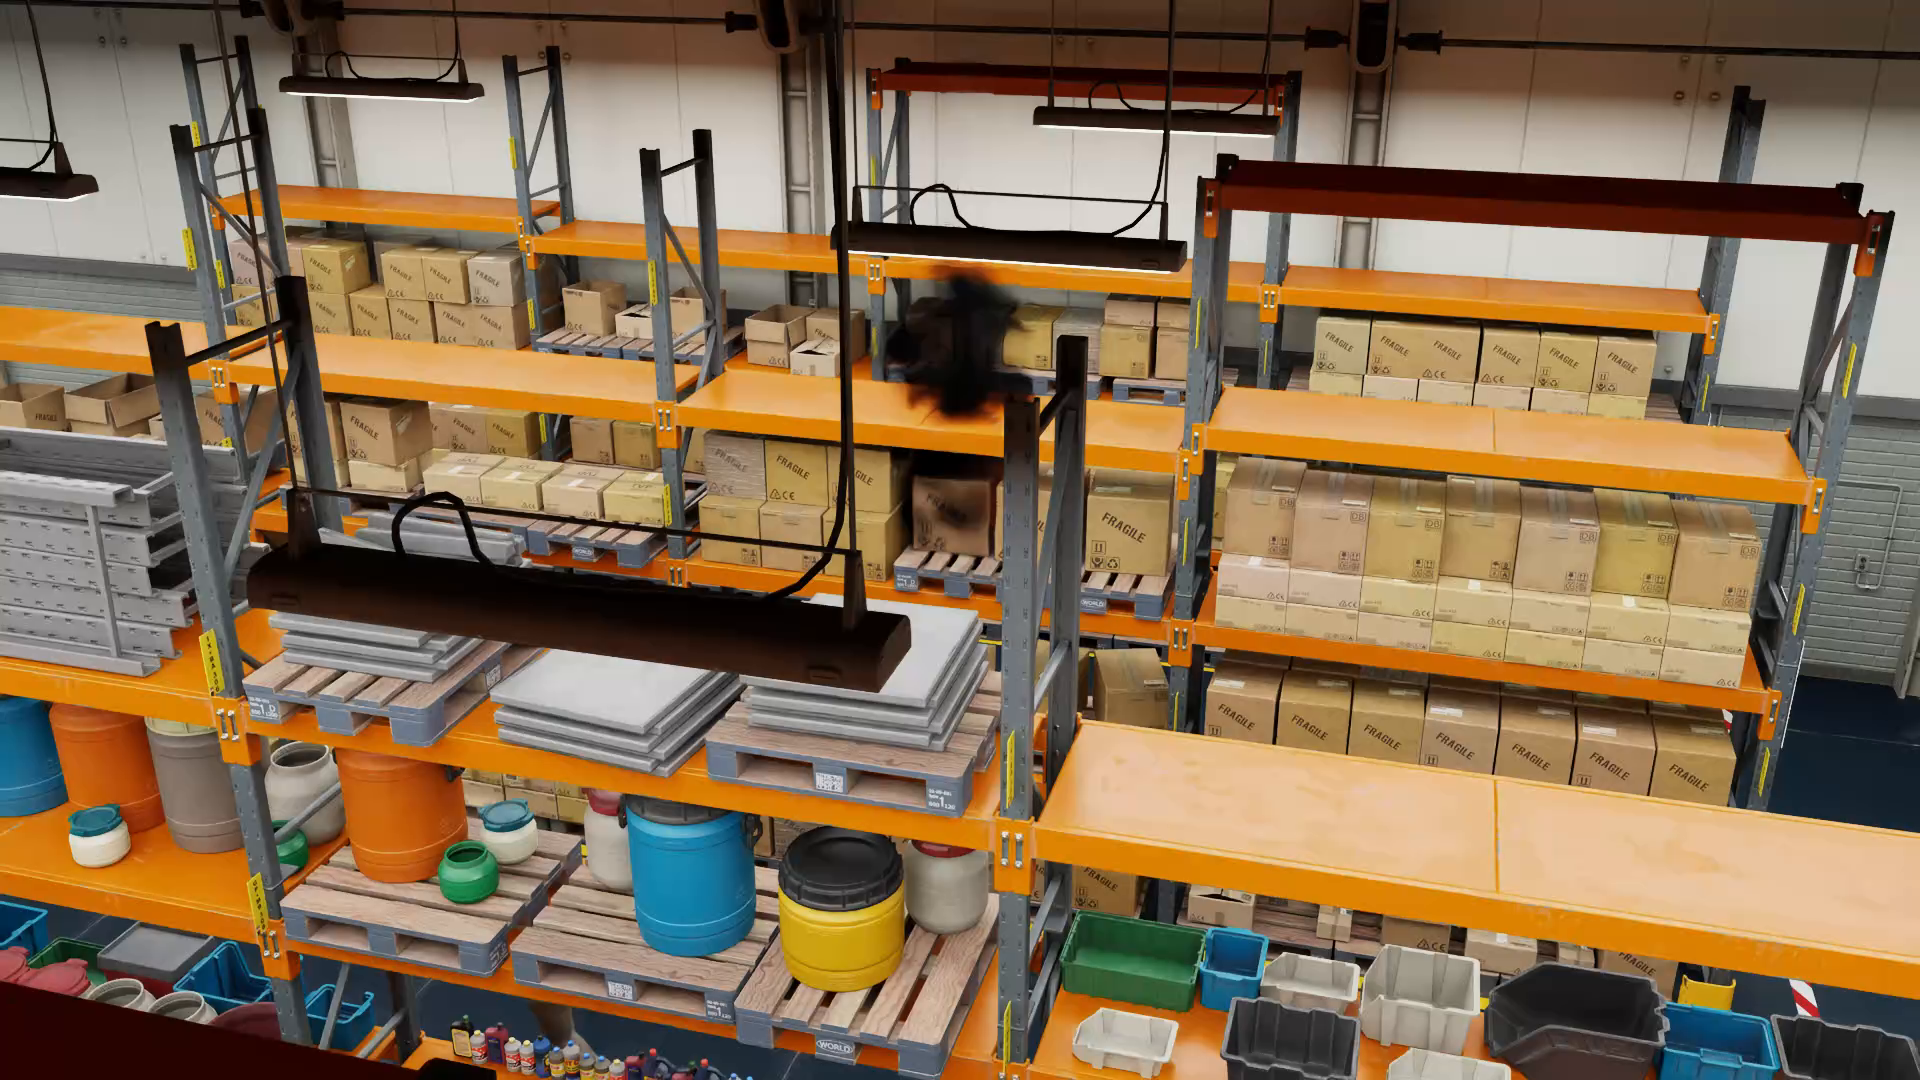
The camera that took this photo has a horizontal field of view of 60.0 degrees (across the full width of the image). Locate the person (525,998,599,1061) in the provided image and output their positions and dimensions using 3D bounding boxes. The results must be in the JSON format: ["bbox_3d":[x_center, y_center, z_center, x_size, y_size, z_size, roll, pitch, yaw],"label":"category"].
[{"bbox_3d":[-2.748,3.038,11.275,0.780,1.752,0.643,8,24,18],"label":"person"}]
